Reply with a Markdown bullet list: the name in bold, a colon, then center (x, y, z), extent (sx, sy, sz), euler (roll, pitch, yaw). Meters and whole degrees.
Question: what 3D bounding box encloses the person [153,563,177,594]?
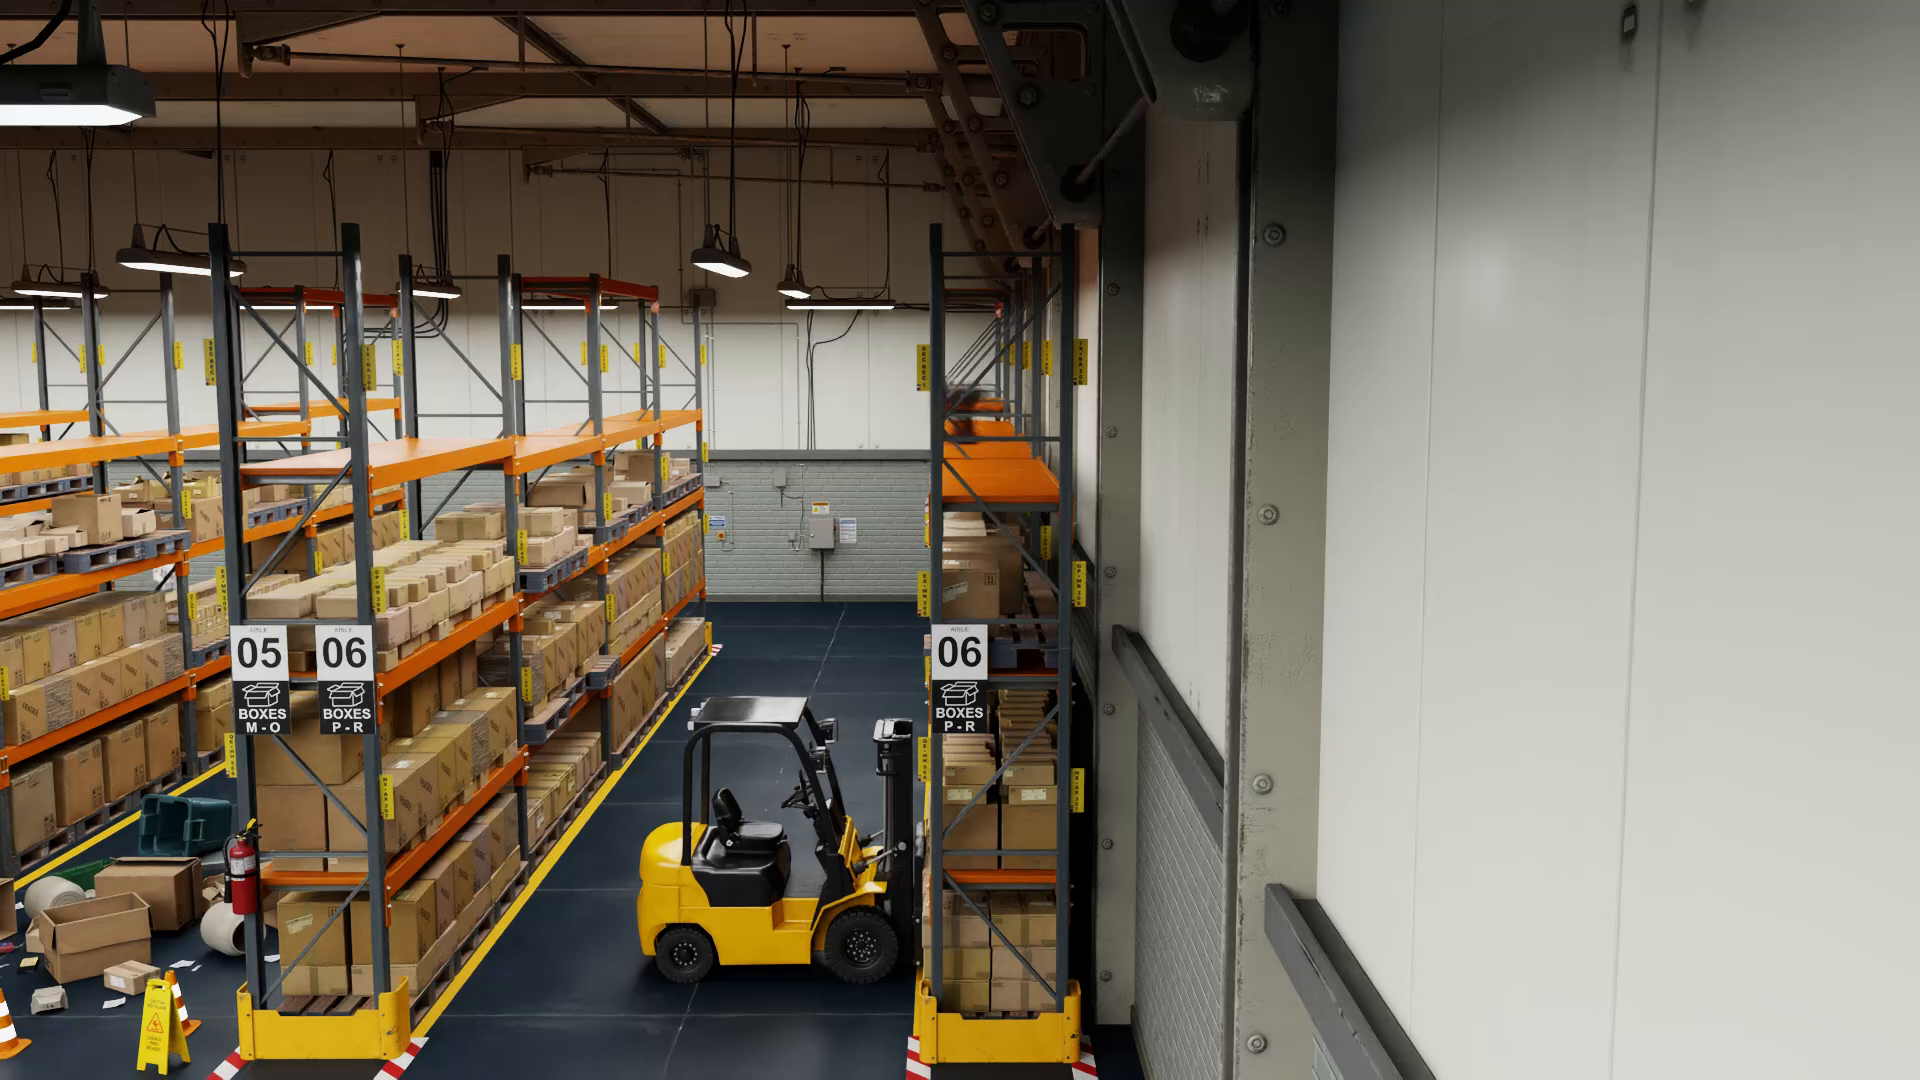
- **person**: center (-13.957, 0.902, 29.430), extent (0.569, 1.717, 0.785), euler (-4, 8, -31)
